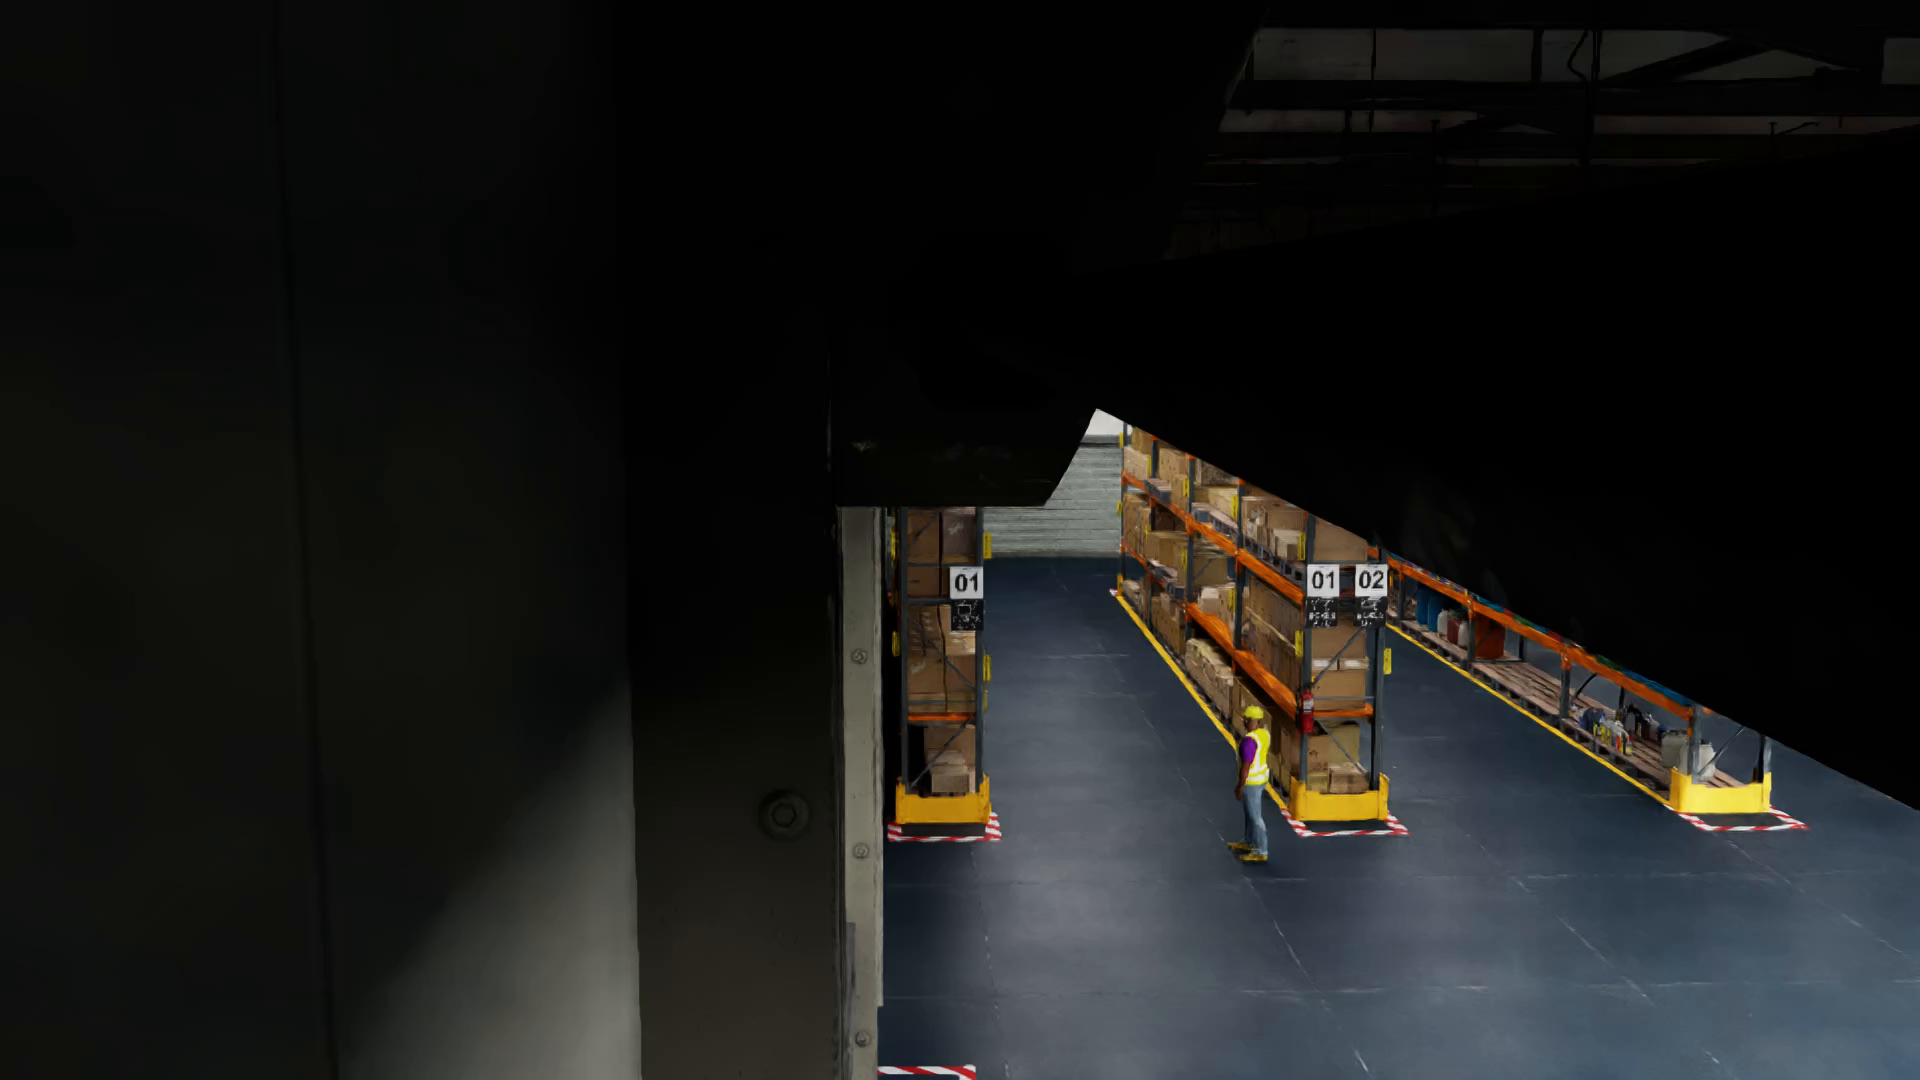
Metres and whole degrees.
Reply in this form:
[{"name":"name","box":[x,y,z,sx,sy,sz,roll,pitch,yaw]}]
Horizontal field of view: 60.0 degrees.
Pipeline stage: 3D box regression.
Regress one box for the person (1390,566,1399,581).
[{"name":"person","box":[9.984,0.025,38.555,0.536,1.763,0.680,-6,10,-37]}]

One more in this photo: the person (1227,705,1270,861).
[{"name":"person","box":[3.339,2.764,19.166,0.559,1.762,0.661,4,9,27]}]
